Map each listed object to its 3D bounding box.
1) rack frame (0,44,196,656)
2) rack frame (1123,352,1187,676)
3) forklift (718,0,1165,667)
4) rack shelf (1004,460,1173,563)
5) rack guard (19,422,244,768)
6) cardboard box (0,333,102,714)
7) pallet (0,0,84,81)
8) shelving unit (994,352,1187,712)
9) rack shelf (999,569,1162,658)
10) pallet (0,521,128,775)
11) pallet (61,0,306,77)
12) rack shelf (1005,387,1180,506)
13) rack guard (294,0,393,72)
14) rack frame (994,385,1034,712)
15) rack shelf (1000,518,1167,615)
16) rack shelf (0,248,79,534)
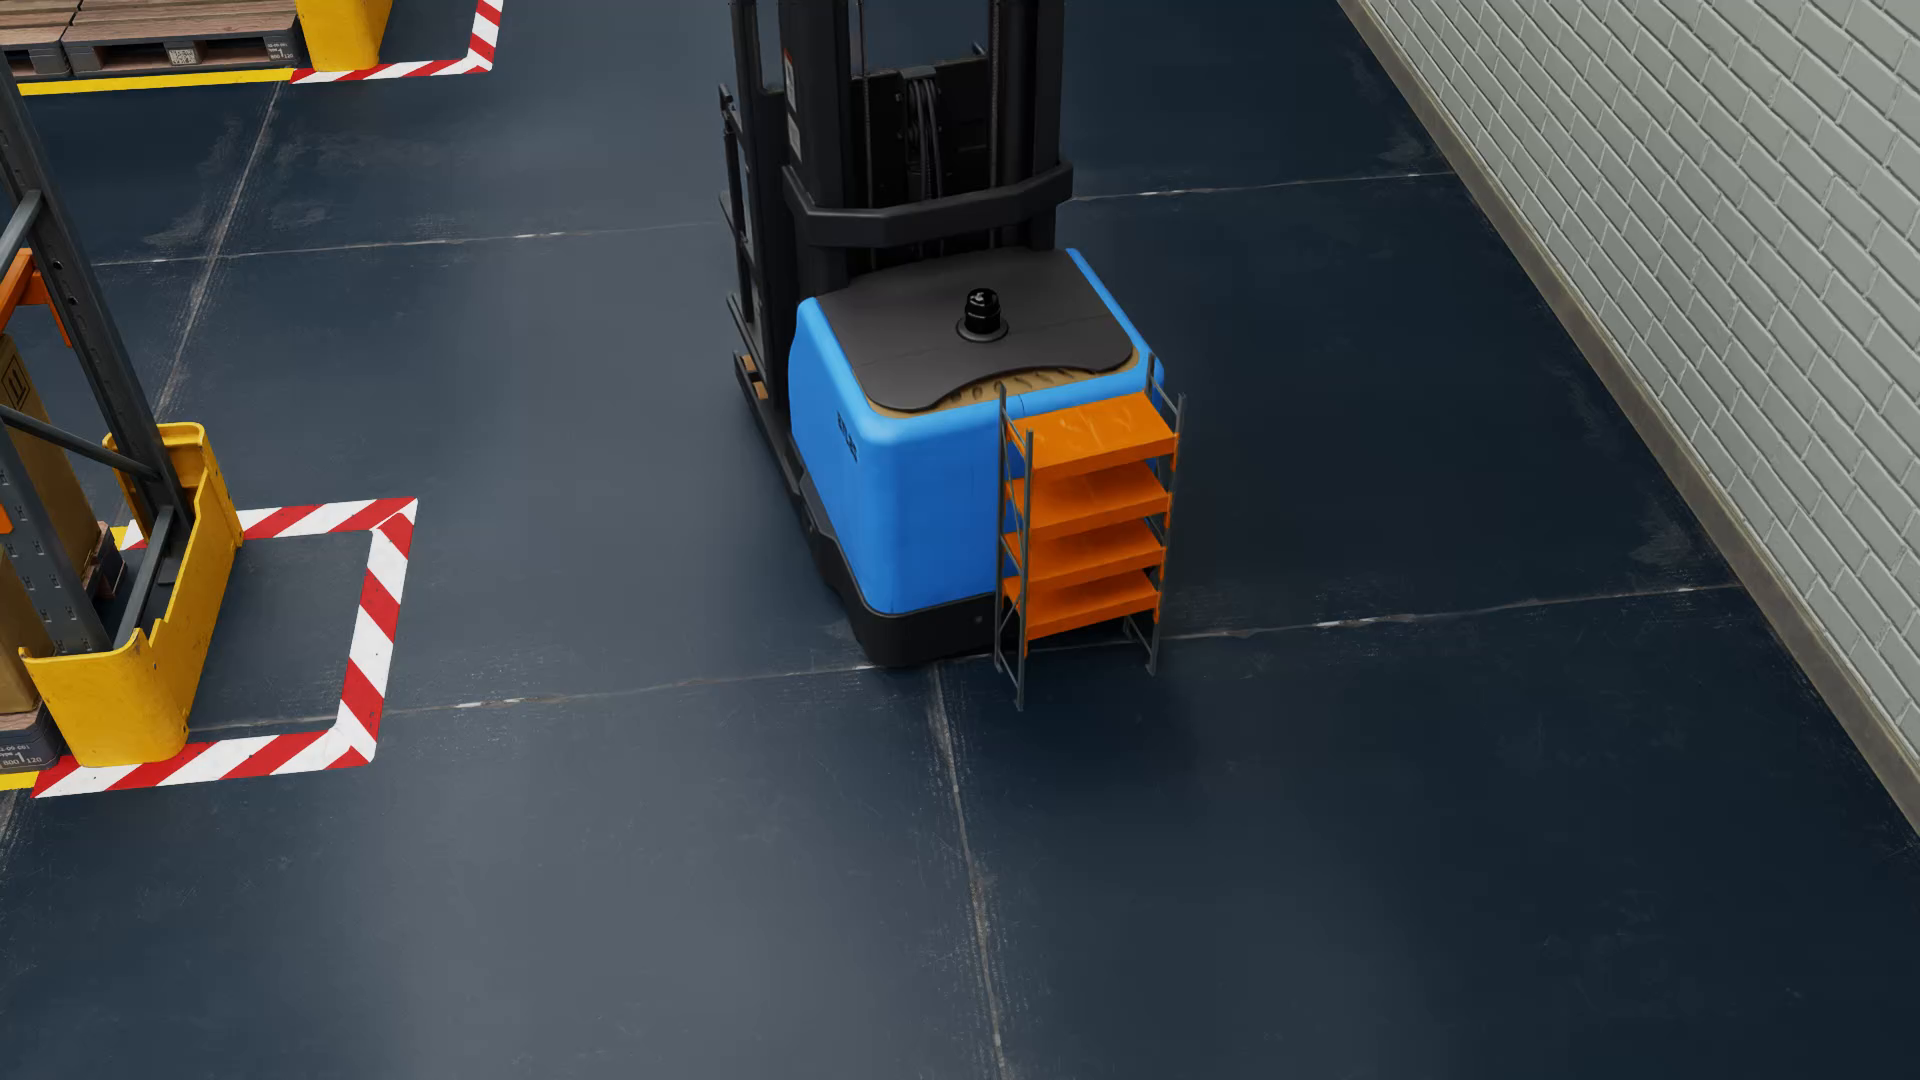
[{"bbox_3d":[-2.824,-0.765,4.859,0.127,3.000,1.000,-5,42,-6],"label":"rack frame"},{"bbox_3d":[0.625,-0.053,5.413,0.015,1.200,0.240,-14,44,-15],"label":"rack frame"},{"bbox_3d":[-0.296,-1.656,5.897,1.130,2.935,3.031,-13,44,-14],"label":"forklift"},{"bbox_3d":[0.395,-0.114,5.247,0.480,0.148,0.258,-14,44,-15],"label":"rack shelf"},{"bbox_3d":[-2.800,0.161,5.699,0.348,0.500,1.175,-5,42,-6],"label":"rack guard"},{"bbox_3d":[-3.448,-0.024,5.310,0.875,0.875,0.875,-5,42,-6],"label":"cardboard box"},{"bbox_3d":[-5.496,-2.870,9.274,1.213,0.211,1.003,-5,42,-6],"label":"pallet"},{"bbox_3d":[0.395,0.002,5.352,0.503,1.200,0.258,-14,44,-15],"label":"shelving unit"},{"bbox_3d":[0.395,0.200,5.530,0.480,0.148,0.258,-14,44,-15],"label":"rack shelf"},{"bbox_3d":[-3.607,0.391,5.658,1.213,0.211,1.003,-5,42,-6],"label":"pallet"},{"bbox_3d":[-4.289,-2.974,9.389,1.213,0.211,1.003,-5,42,-6],"label":"pallet"},{"bbox_3d":[0.395,-0.289,5.088,0.480,0.148,0.258,-14,44,-15],"label":"rack shelf"},{"bbox_3d":[-3.444,-3.137,9.355,0.348,0.500,1.175,-5,42,-6],"label":"rack guard"},{"bbox_3d":[0.166,0.058,5.290,0.015,1.200,0.240,-14,44,-15],"label":"rack frame"},{"bbox_3d":[0.395,0.052,5.397,0.480,0.148,0.258,-14,44,-15],"label":"rack shelf"},{"bbox_3d":[-4.807,-0.325,4.907,4.000,0.370,1.077,-5,42,-6],"label":"rack shelf"}]
